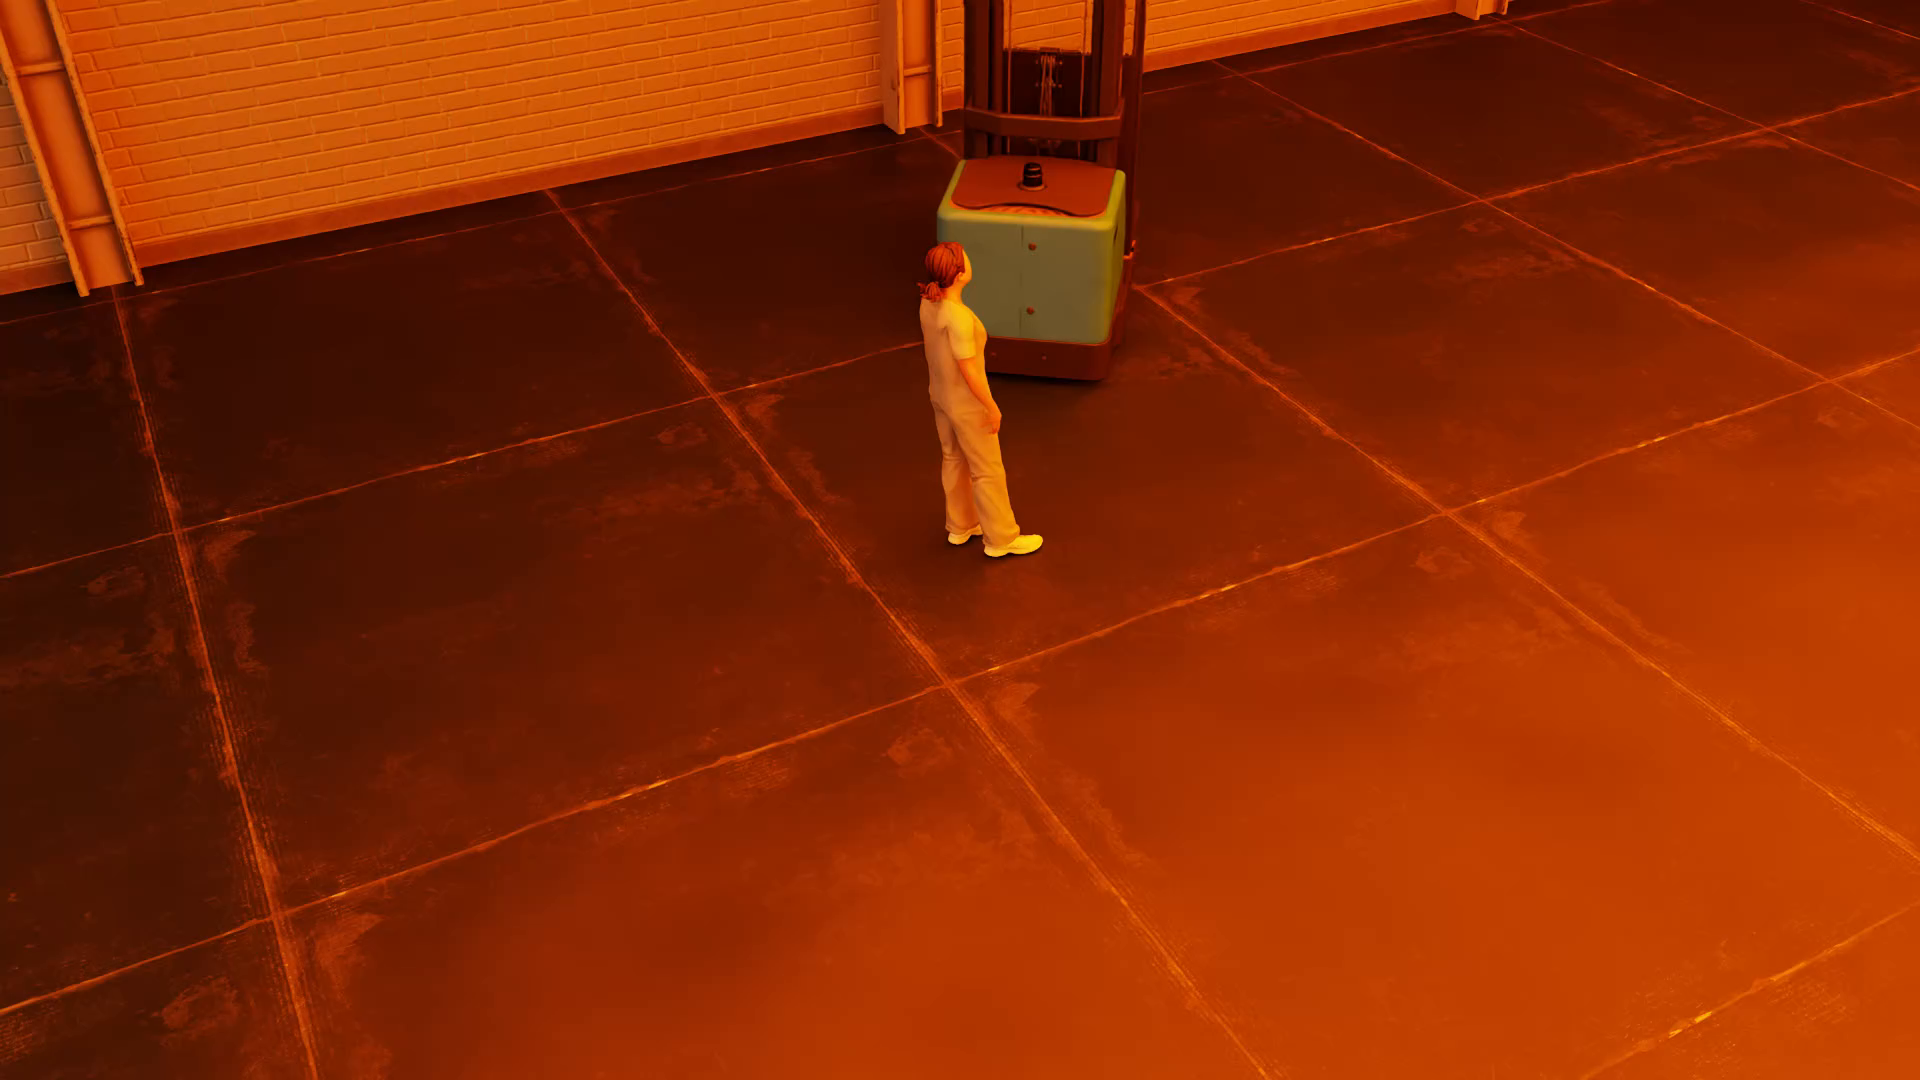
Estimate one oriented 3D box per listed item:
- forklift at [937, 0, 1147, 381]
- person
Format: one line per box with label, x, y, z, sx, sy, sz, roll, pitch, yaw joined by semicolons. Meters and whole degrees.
forklift;0.610;-2.987;10.348;1.130;2.935;3.031;6;36;8
person;0.072;-0.704;8.193;0.548;1.673;0.550;-17;39;-23
